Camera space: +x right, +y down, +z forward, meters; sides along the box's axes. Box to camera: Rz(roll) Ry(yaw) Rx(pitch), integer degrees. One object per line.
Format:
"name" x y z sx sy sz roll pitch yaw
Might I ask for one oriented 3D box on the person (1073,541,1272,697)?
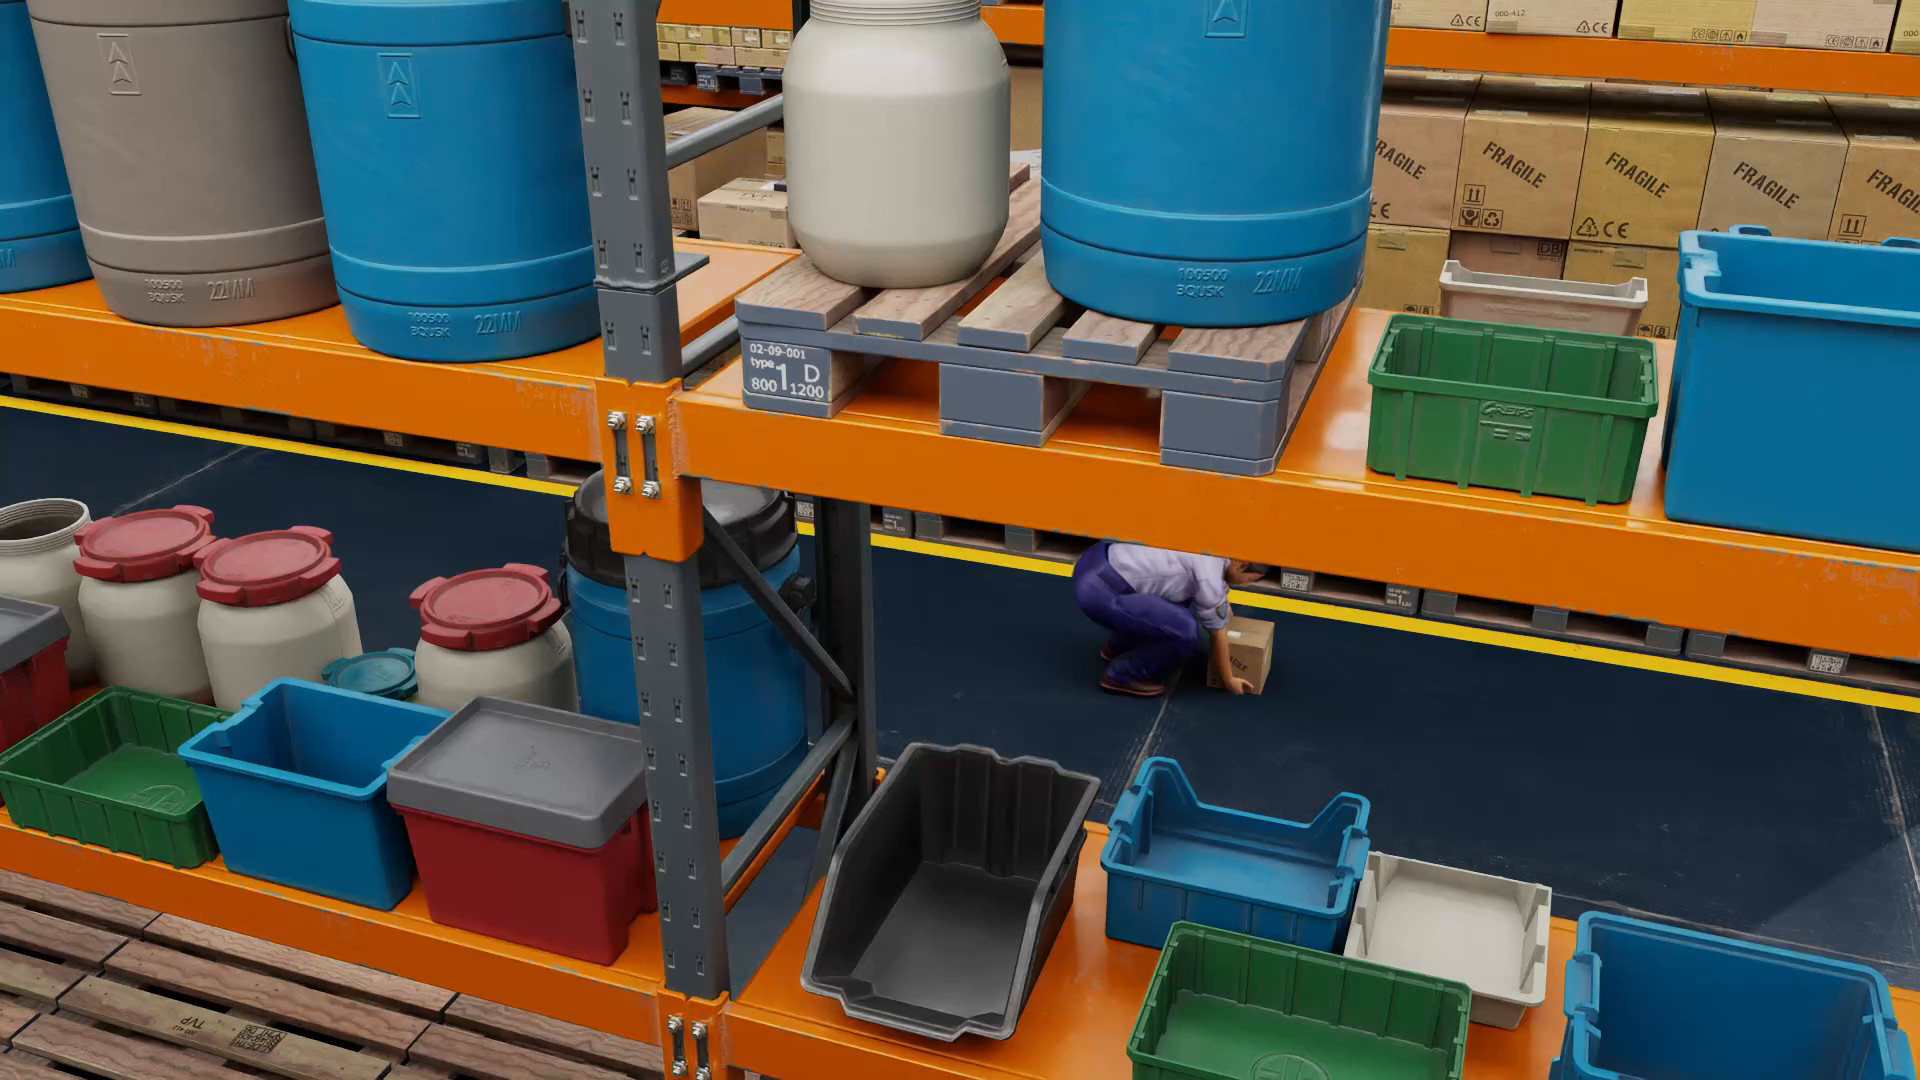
"person" 0.965 0.313 7.566 0.910 0.736 0.509 1 26 2
